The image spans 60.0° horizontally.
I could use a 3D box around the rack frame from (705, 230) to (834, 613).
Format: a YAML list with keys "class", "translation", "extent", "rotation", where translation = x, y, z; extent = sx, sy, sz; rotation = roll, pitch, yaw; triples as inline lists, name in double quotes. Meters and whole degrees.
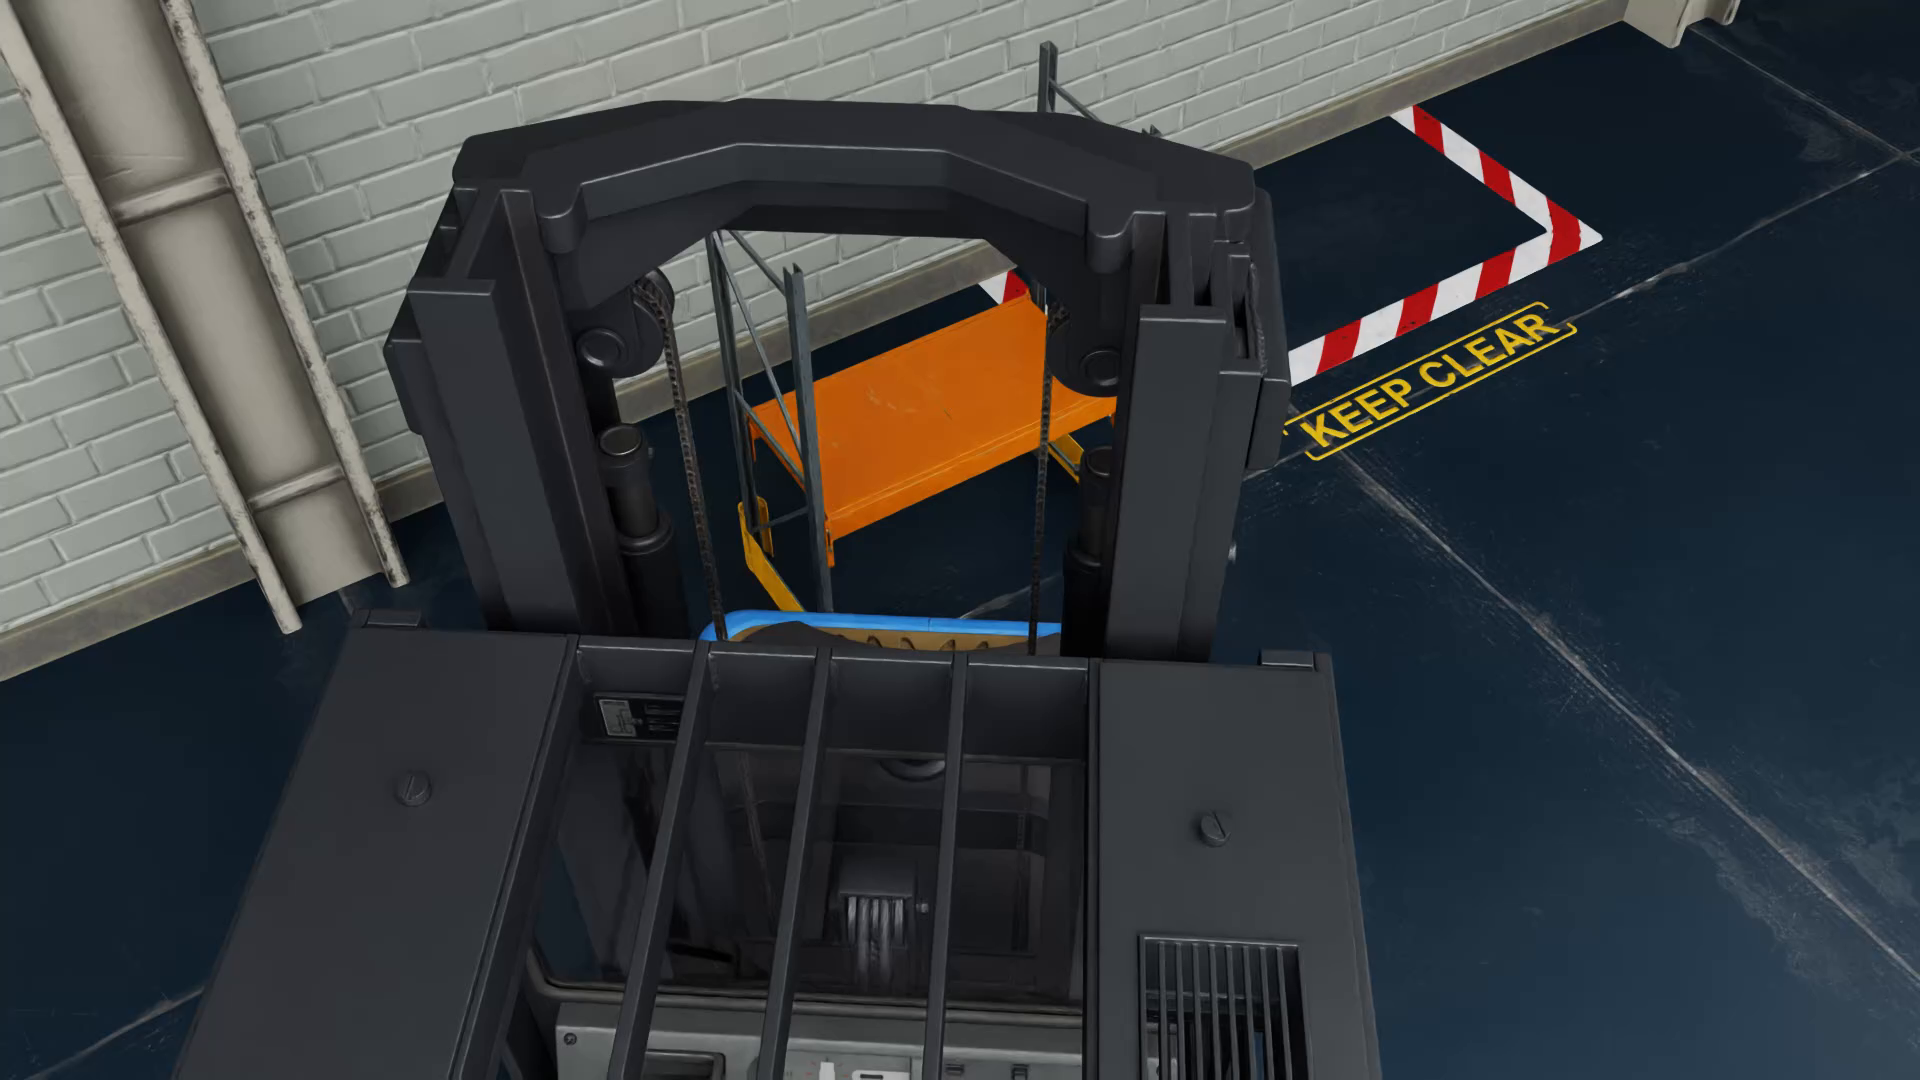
- class: "rack frame"
  translation: [-0.502, -0.262, 4.479]
  extent: [0.032, 1.500, 0.500]
  rotation: [-25, 53, -21]

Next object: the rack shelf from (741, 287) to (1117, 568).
- class: "rack shelf"
  translation: [-0.072, -0.345, 4.794]
  extent: [1.000, 0.185, 0.538]
  rotation: [-25, 53, -21]

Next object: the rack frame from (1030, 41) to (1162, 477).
- class: "rack frame"
  translation: [0.358, -0.667, 4.840]
  extent: [0.032, 1.500, 0.500]
  rotation: [-25, 53, -21]

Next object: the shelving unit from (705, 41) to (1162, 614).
- class: "shelving unit"
  translation: [-0.064, -0.468, 4.663]
  extent: [1.083, 1.500, 0.587]
  rotation: [-25, 53, -21]

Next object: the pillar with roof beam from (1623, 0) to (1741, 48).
- class: "pillar with roof beam"
  translation: [5.427, -2.555, 1.500]
  extent: [0.400, 9.000, 9.100]
  rotation: [-25, 53, -21]

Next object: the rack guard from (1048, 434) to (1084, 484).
- class: "rack guard"
  translation: [0.357, -0.251, 5.306]
  extent: [0.087, 0.250, 0.587]
  rotation: [-25, 53, -21]

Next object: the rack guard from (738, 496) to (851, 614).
- class: "rack guard"
  translation: [-0.486, 0.146, 4.953]
  extent: [0.087, 0.250, 0.587]
  rotation: [-25, 53, -21]

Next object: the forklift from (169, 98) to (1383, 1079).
- class: "forklift"
  translation: [-0.153, 1.010, 2.388]
  extent: [1.130, 2.935, 3.031]
  rotation: [2, 48, 2]
